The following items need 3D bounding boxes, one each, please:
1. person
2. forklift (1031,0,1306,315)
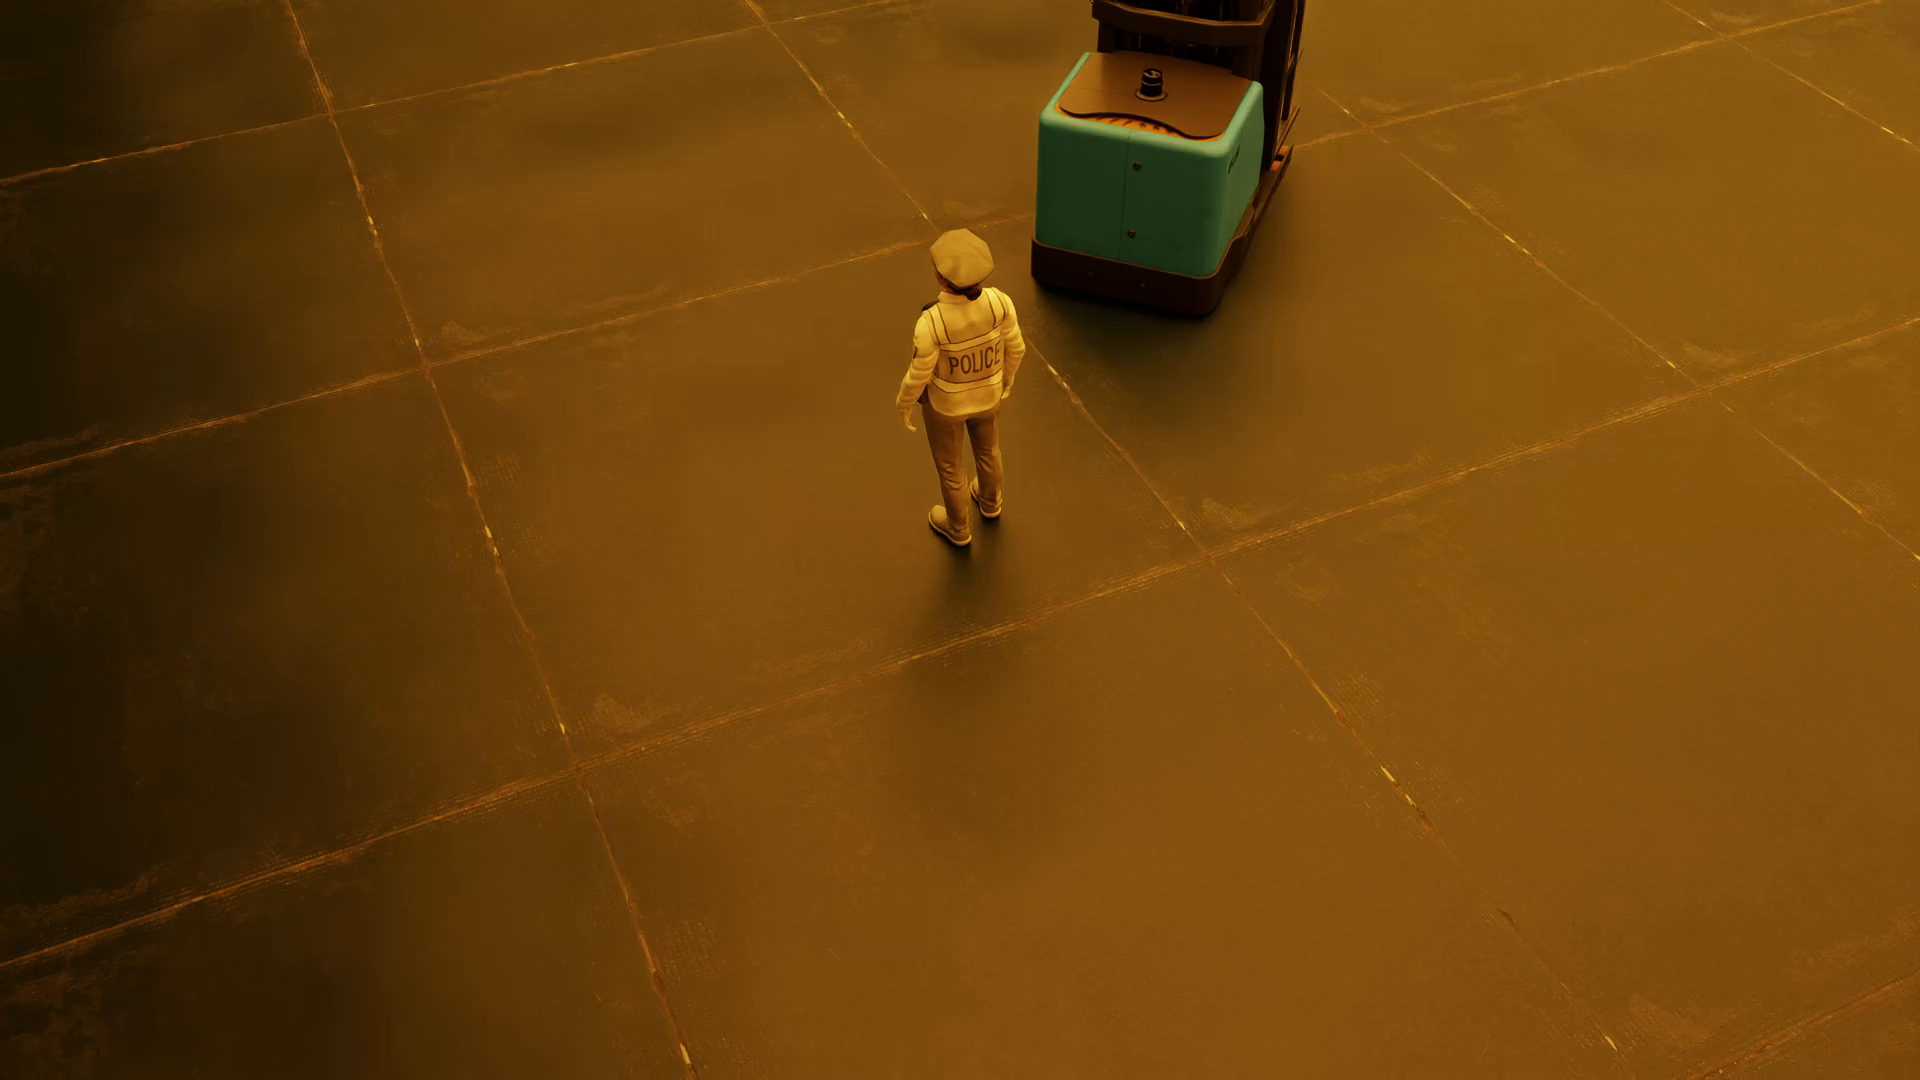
[{"bbox_3d":[-0.022,-0.669,7.293,0.586,1.694,0.531,-18,46,-18],"label":"person"},{"bbox_3d":[1.405,-3.308,9.225,1.130,2.935,3.031,15,45,15],"label":"forklift"}]
